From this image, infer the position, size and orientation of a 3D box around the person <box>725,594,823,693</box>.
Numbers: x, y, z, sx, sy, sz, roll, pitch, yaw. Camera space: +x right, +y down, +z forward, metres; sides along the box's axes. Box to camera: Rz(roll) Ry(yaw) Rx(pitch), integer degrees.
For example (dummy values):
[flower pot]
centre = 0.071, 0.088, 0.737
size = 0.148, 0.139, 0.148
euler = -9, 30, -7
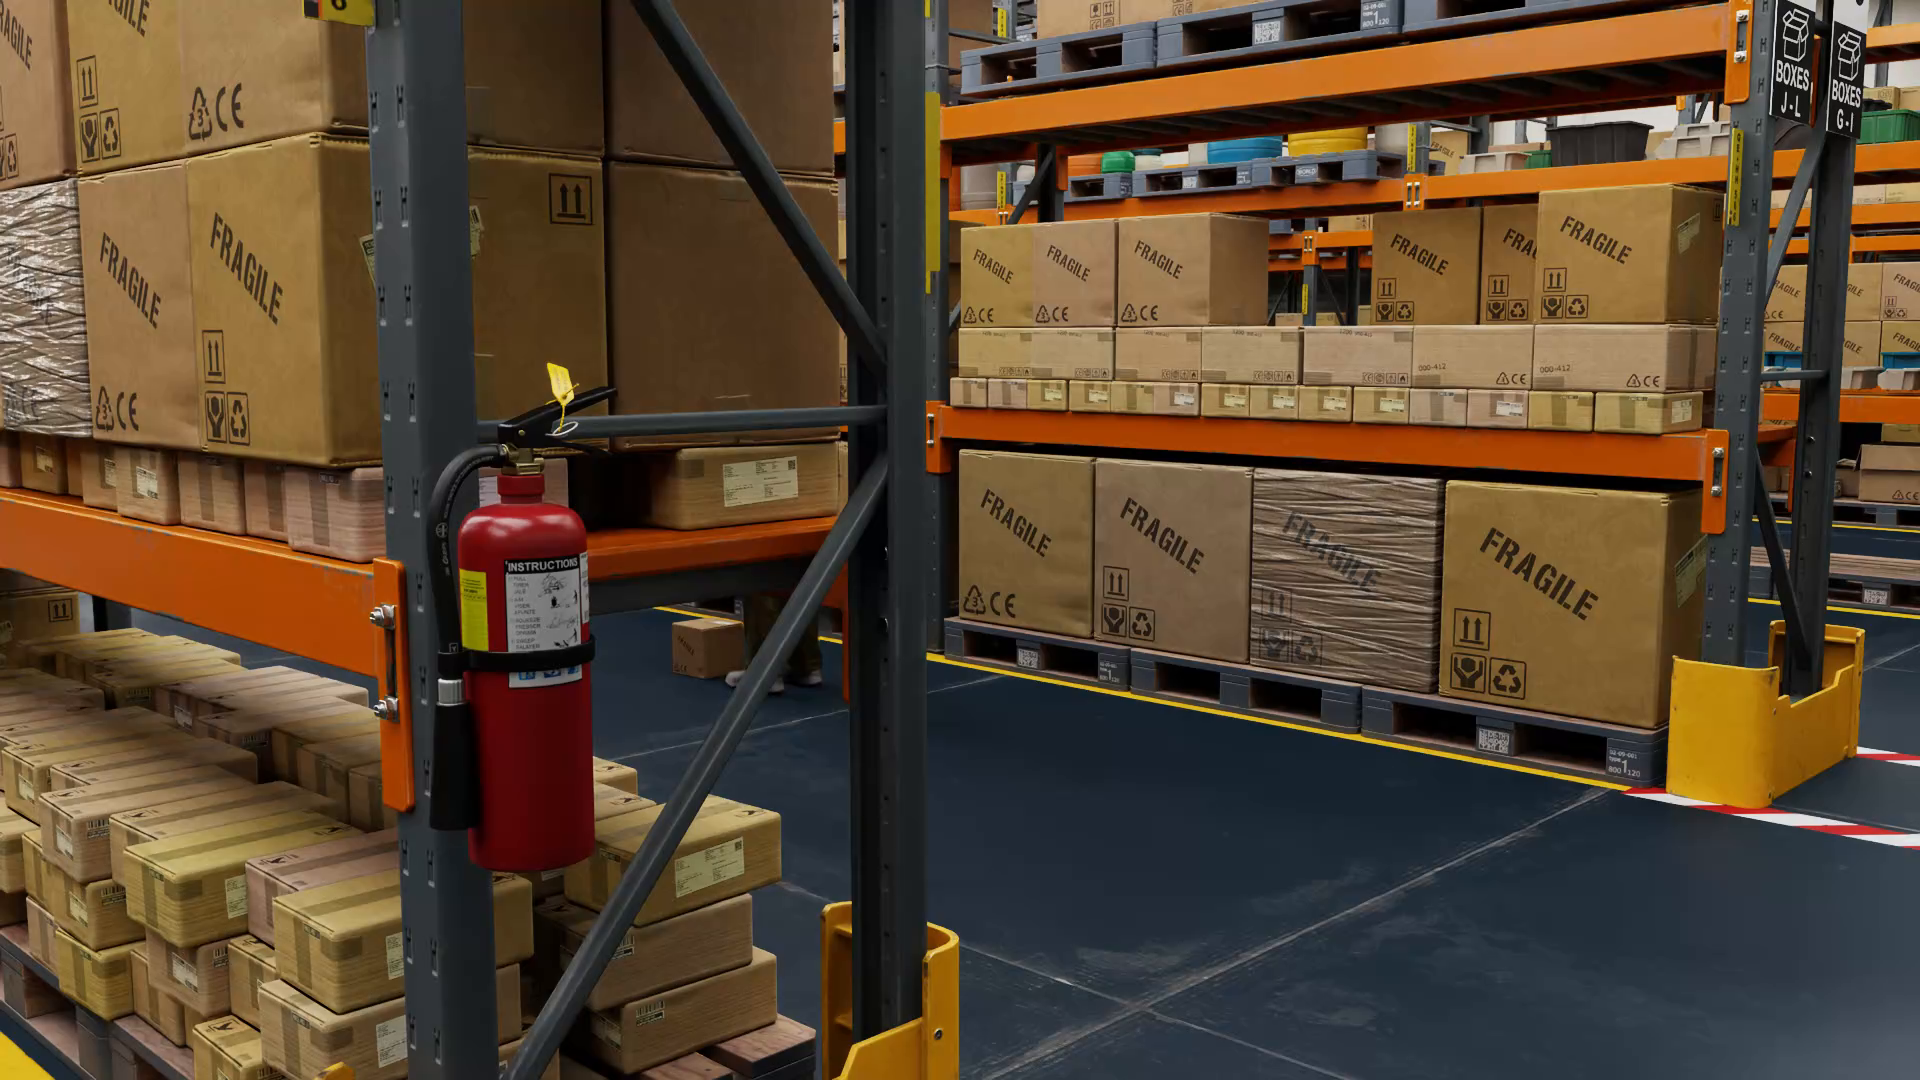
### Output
[person]
centre = -0.904, -0.185, 7.809
size = 0.569, 1.787, 0.389
euler = -7, 10, -45
